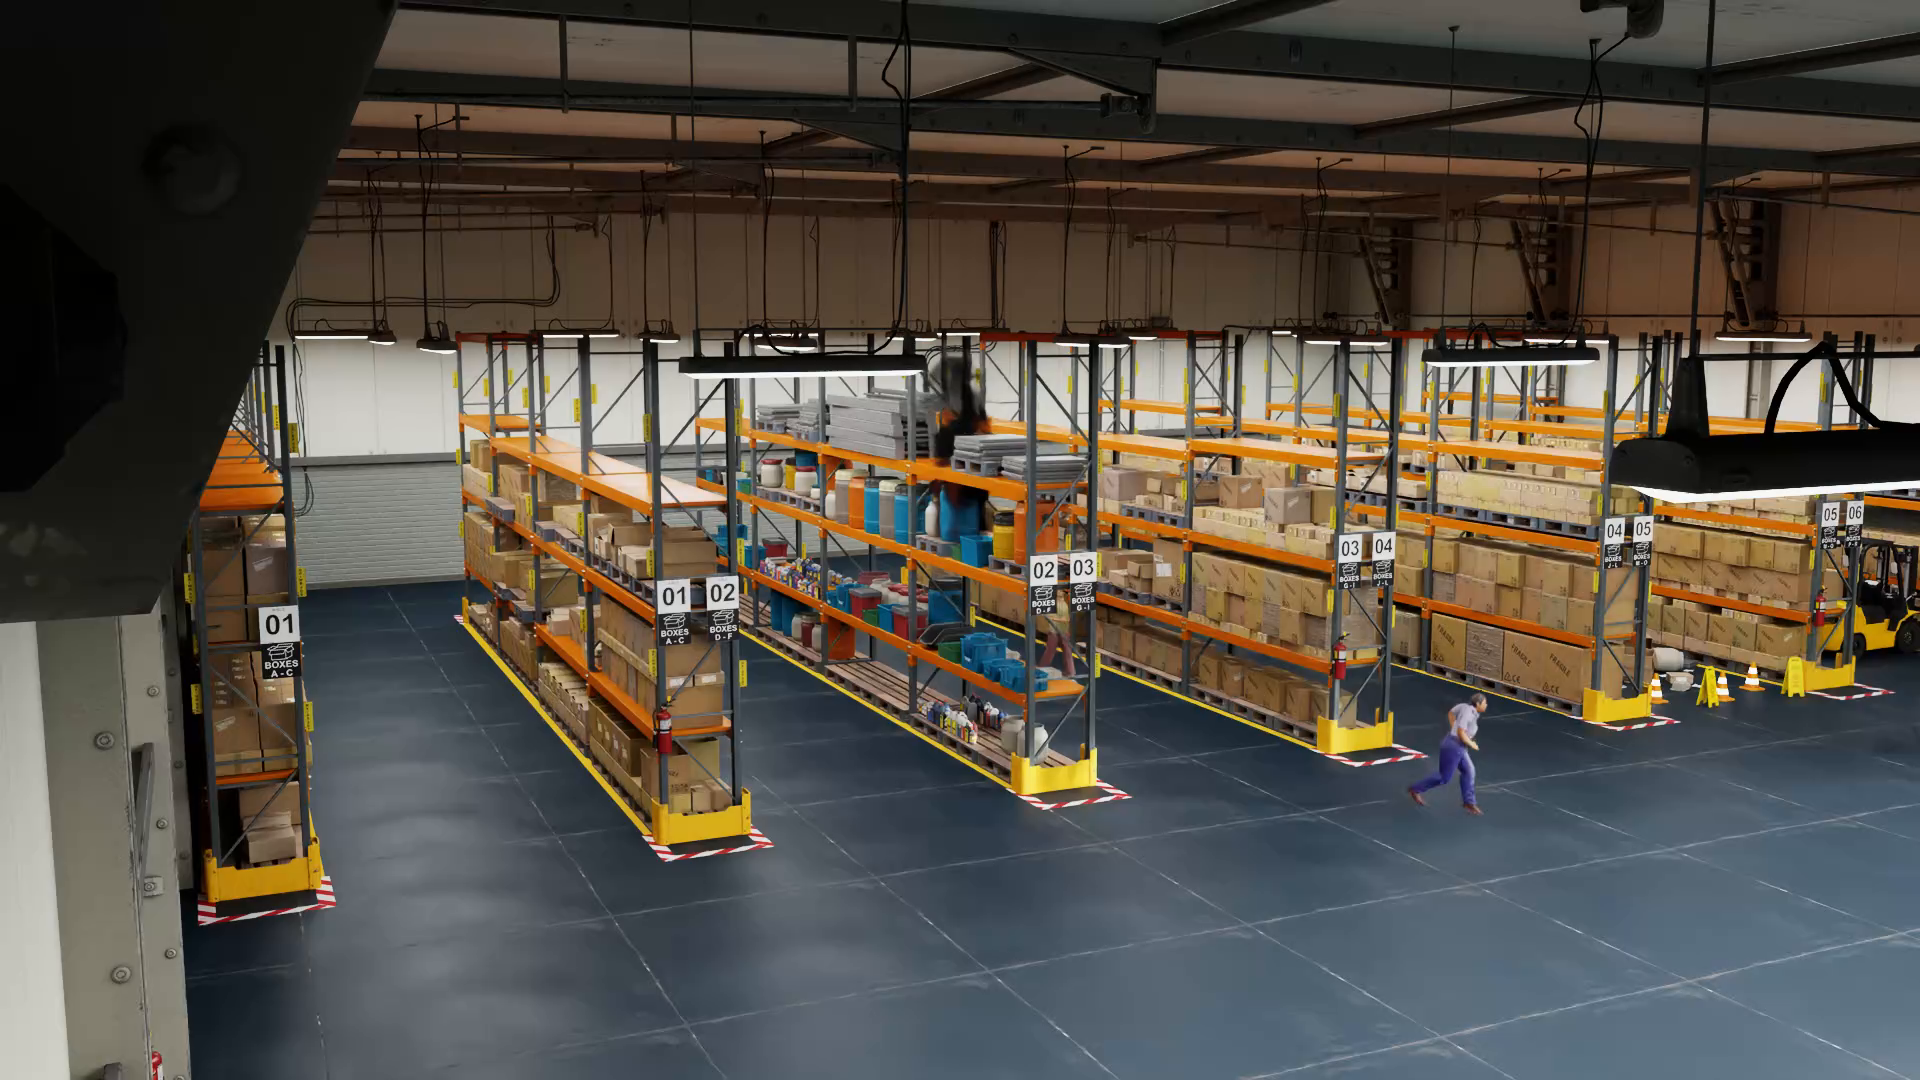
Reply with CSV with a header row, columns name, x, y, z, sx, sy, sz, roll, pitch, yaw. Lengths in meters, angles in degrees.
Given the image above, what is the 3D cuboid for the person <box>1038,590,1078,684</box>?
name,x,y,z,sx,sy,sz,roll,pitch,yaw
person,1.608,1.538,27.227,0.576,1.694,0.889,-7,11,-44

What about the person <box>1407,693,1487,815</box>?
name,x,y,z,sx,sy,sz,roll,pitch,yaw
person,6.229,2.723,21.272,0.973,1.612,0.639,1,8,9

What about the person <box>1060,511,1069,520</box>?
name,x,y,z,sx,sy,sz,roll,pitch,yaw
person,2.483,0.040,40.630,0.571,1.724,0.771,2,8,14
